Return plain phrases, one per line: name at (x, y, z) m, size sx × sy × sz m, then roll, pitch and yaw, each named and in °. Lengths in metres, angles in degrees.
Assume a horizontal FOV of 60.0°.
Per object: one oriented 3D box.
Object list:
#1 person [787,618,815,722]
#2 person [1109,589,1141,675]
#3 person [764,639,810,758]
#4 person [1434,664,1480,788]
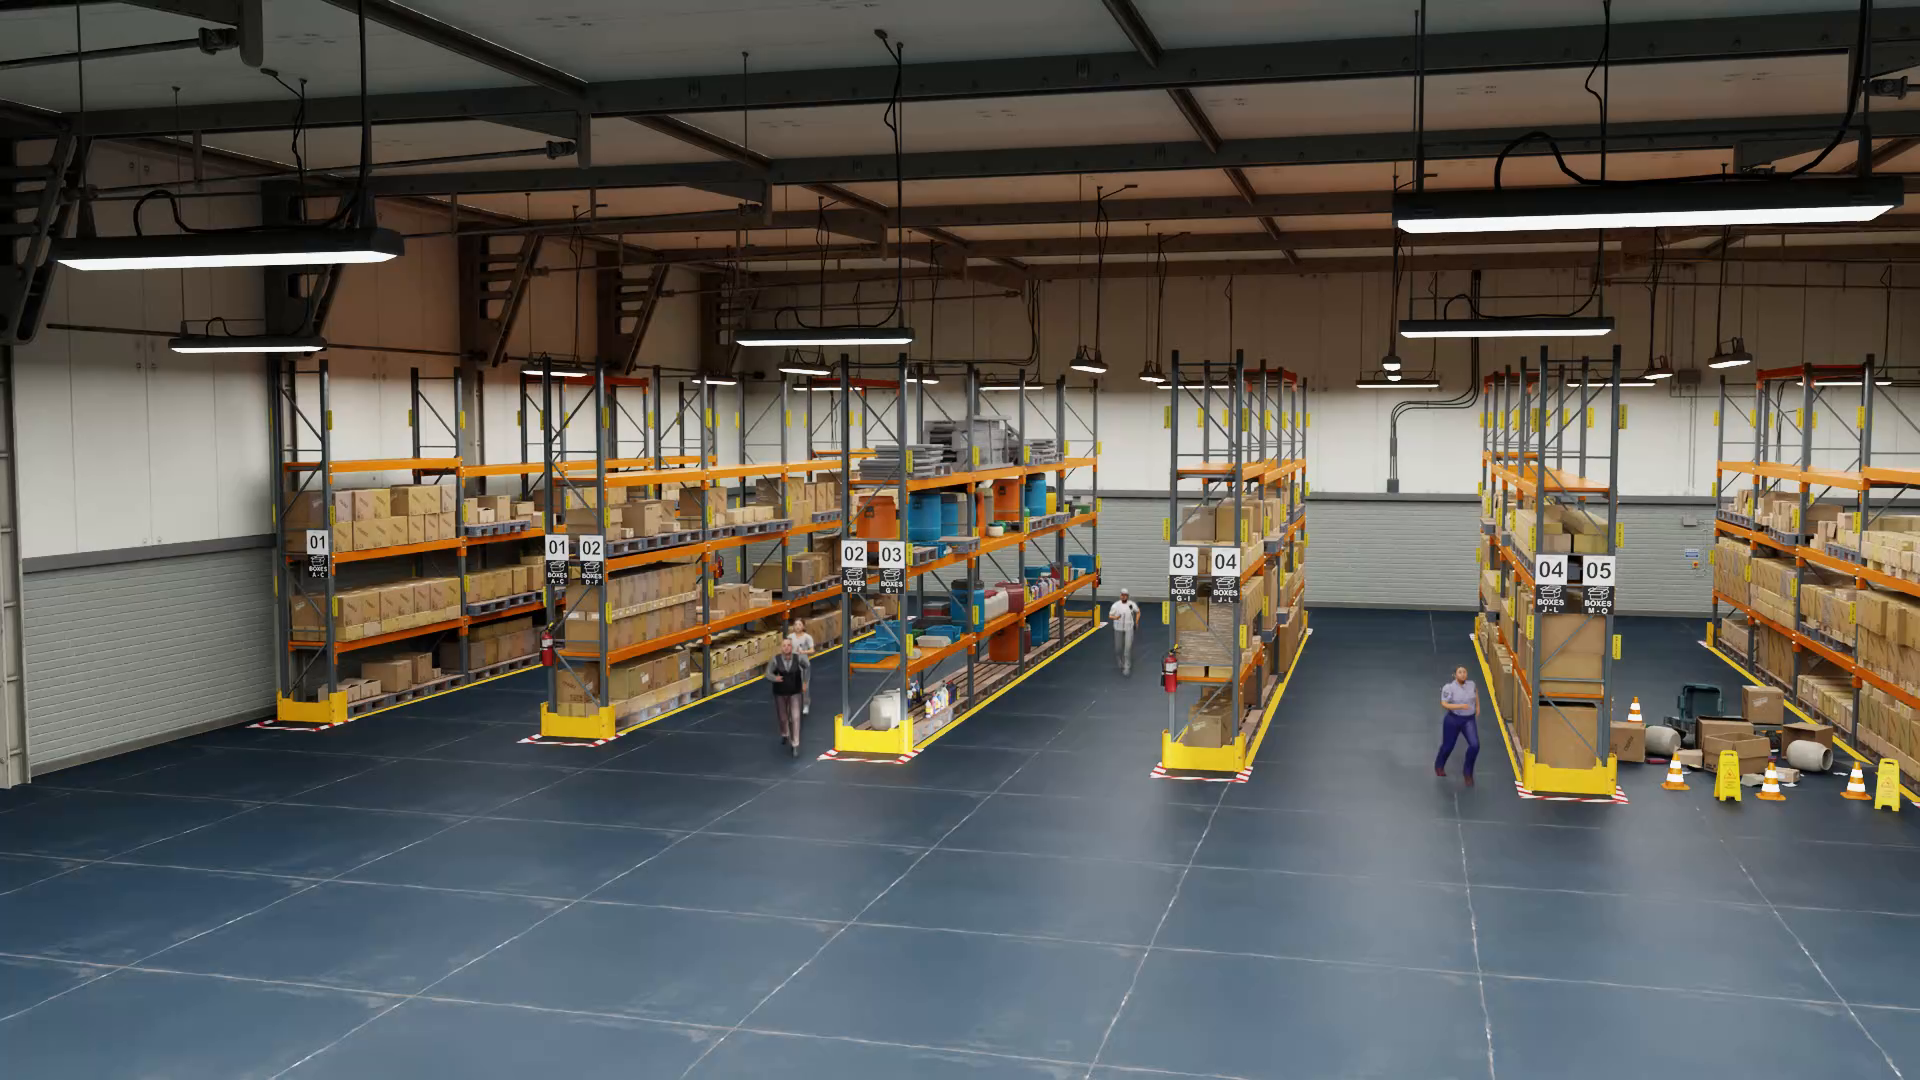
person at (-2.695, 2.138, 27.834) m, size 0.554 × 1.682 × 0.907 m, roll 0°, pitch 4°, yaw 5°
person at (3.256, 1.788, 32.931) m, size 0.607 × 1.651 × 0.941 m, roll 1°, pitch 4°, yaw 11°
person at (-2.601, 2.357, 25.054) m, size 0.679 × 1.757 × 0.884 m, roll 0°, pitch 4°, yaw -5°
person at (6.891, 2.549, 22.929) m, size 0.612 × 1.677 × 0.869 m, roll 0°, pitch 4°, yaw -5°
